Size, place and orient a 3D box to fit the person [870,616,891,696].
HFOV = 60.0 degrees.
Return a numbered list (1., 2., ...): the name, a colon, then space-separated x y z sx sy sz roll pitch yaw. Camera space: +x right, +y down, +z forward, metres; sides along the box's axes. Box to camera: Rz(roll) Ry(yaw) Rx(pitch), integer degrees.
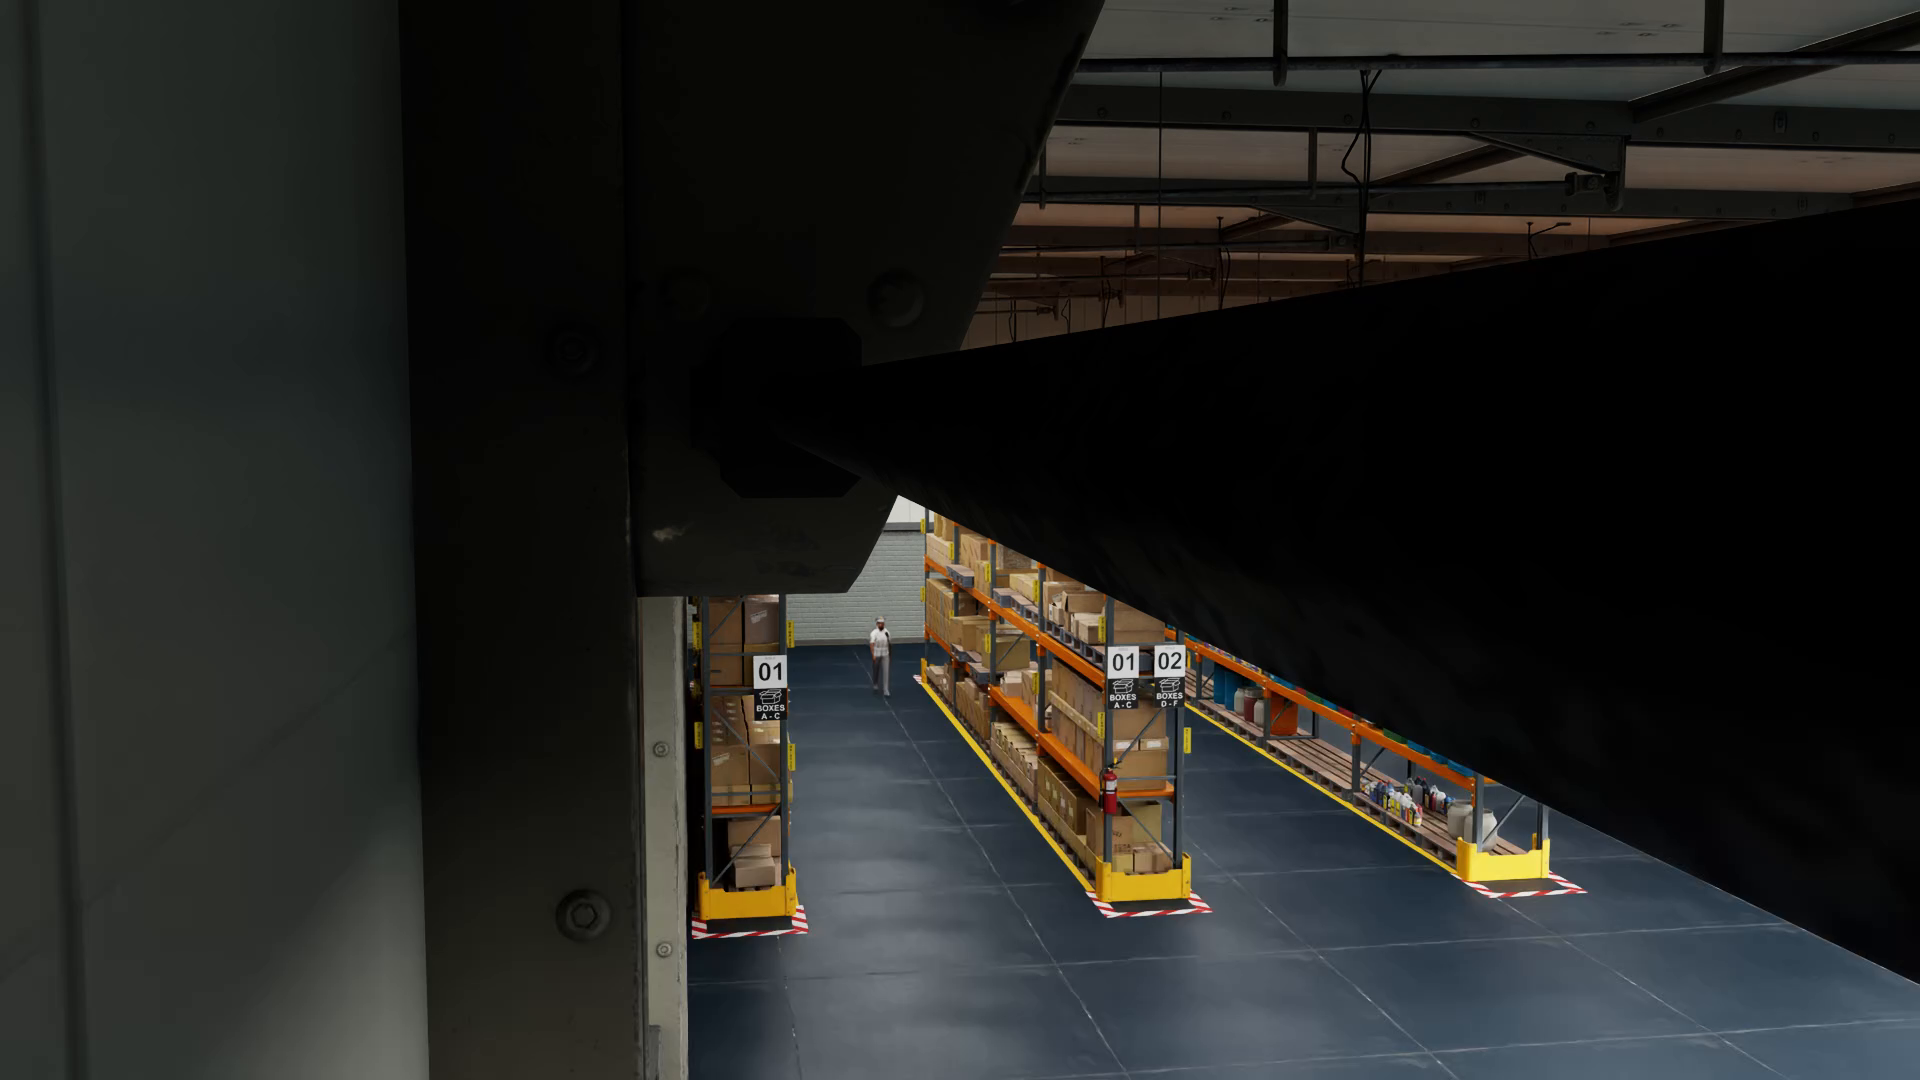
1. person: -1.669 2.422 35.000 0.473 1.631 1.051 -1 5 -11
